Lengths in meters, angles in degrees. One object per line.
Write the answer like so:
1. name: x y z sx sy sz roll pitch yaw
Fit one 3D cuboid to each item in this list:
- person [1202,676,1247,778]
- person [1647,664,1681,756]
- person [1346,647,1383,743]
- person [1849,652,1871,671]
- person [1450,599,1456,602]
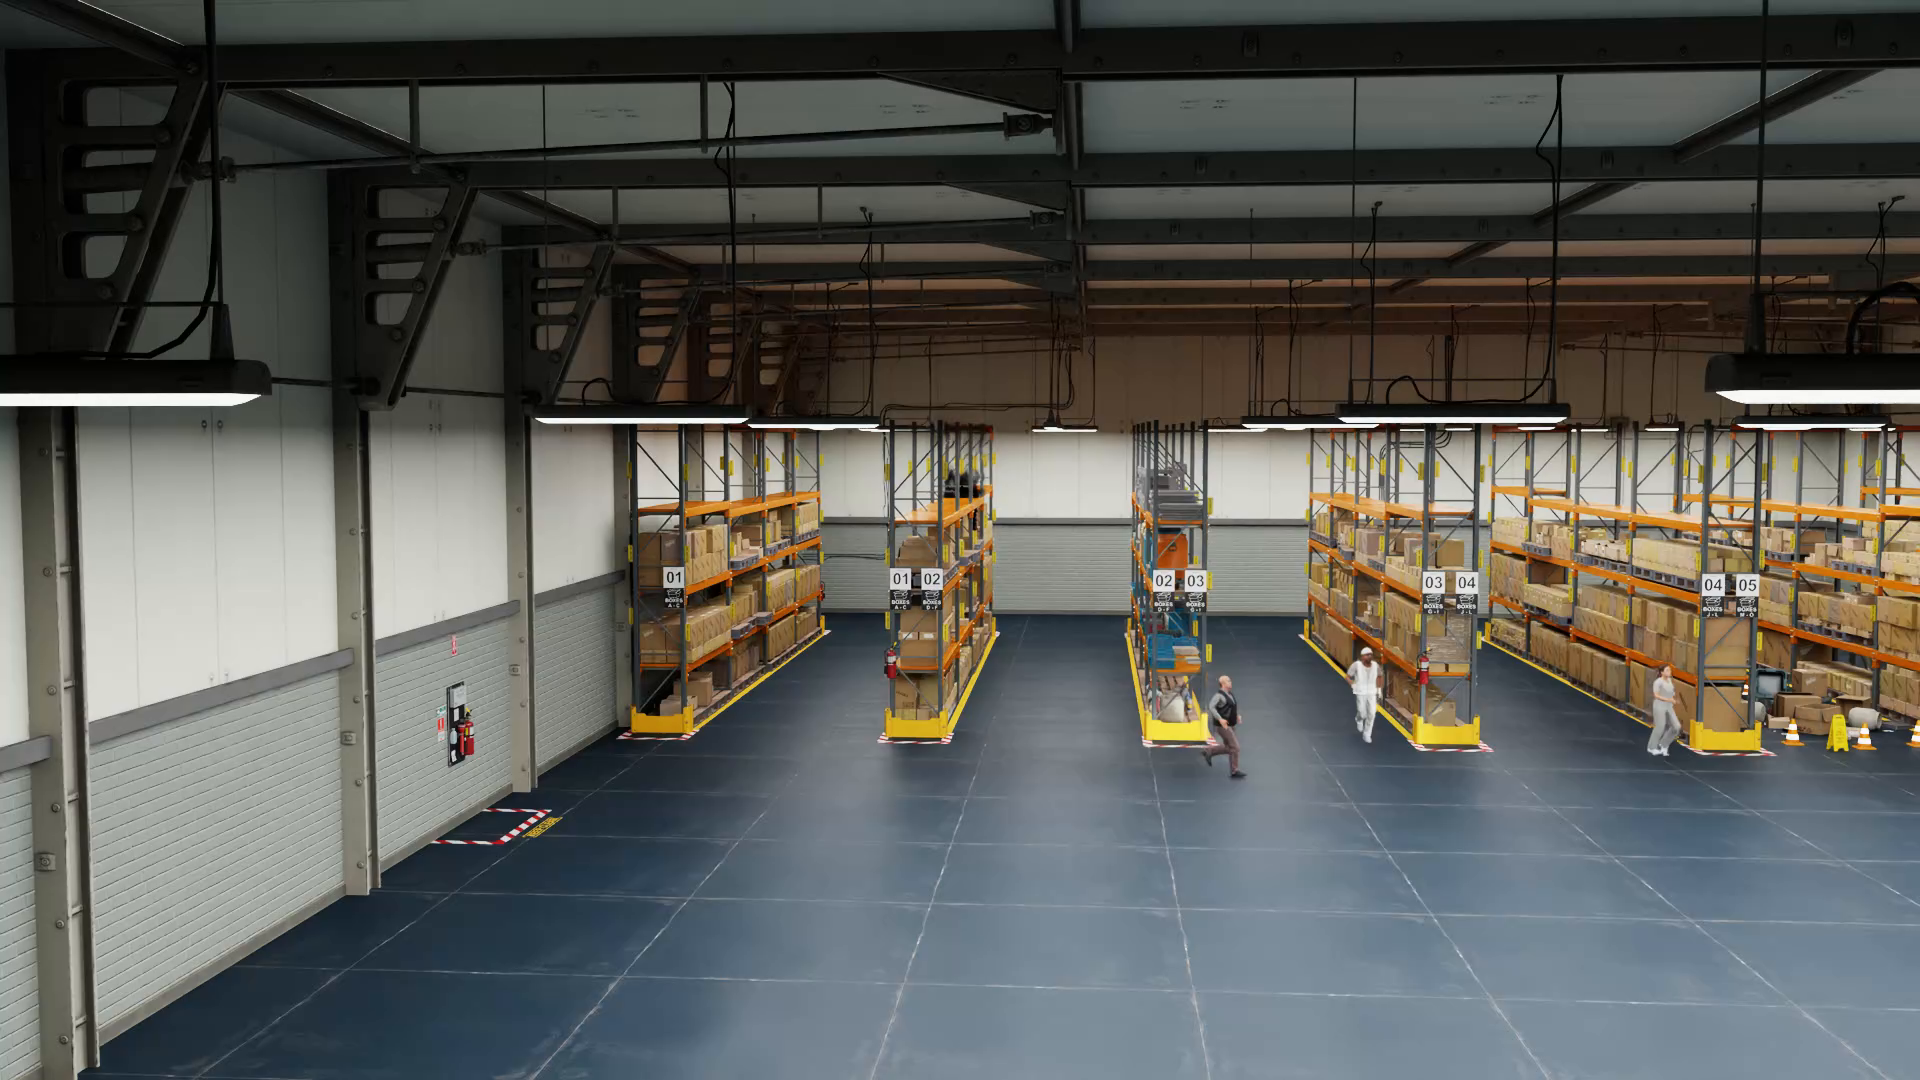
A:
1. person: 4.430 3.120 27.903 0.847 1.690 0.697 2 4 29
2. person: 12.542 3.036 29.565 0.581 1.679 0.667 -2 4 -26
3. person: 7.607 2.889 31.225 0.718 1.761 0.641 0 4 -1
4. person: 21.429 2.392 39.590 0.568 1.687 0.844 0 4 2
5. person: 13.390 2.048 44.579 0.614 1.693 0.840 1 4 11
